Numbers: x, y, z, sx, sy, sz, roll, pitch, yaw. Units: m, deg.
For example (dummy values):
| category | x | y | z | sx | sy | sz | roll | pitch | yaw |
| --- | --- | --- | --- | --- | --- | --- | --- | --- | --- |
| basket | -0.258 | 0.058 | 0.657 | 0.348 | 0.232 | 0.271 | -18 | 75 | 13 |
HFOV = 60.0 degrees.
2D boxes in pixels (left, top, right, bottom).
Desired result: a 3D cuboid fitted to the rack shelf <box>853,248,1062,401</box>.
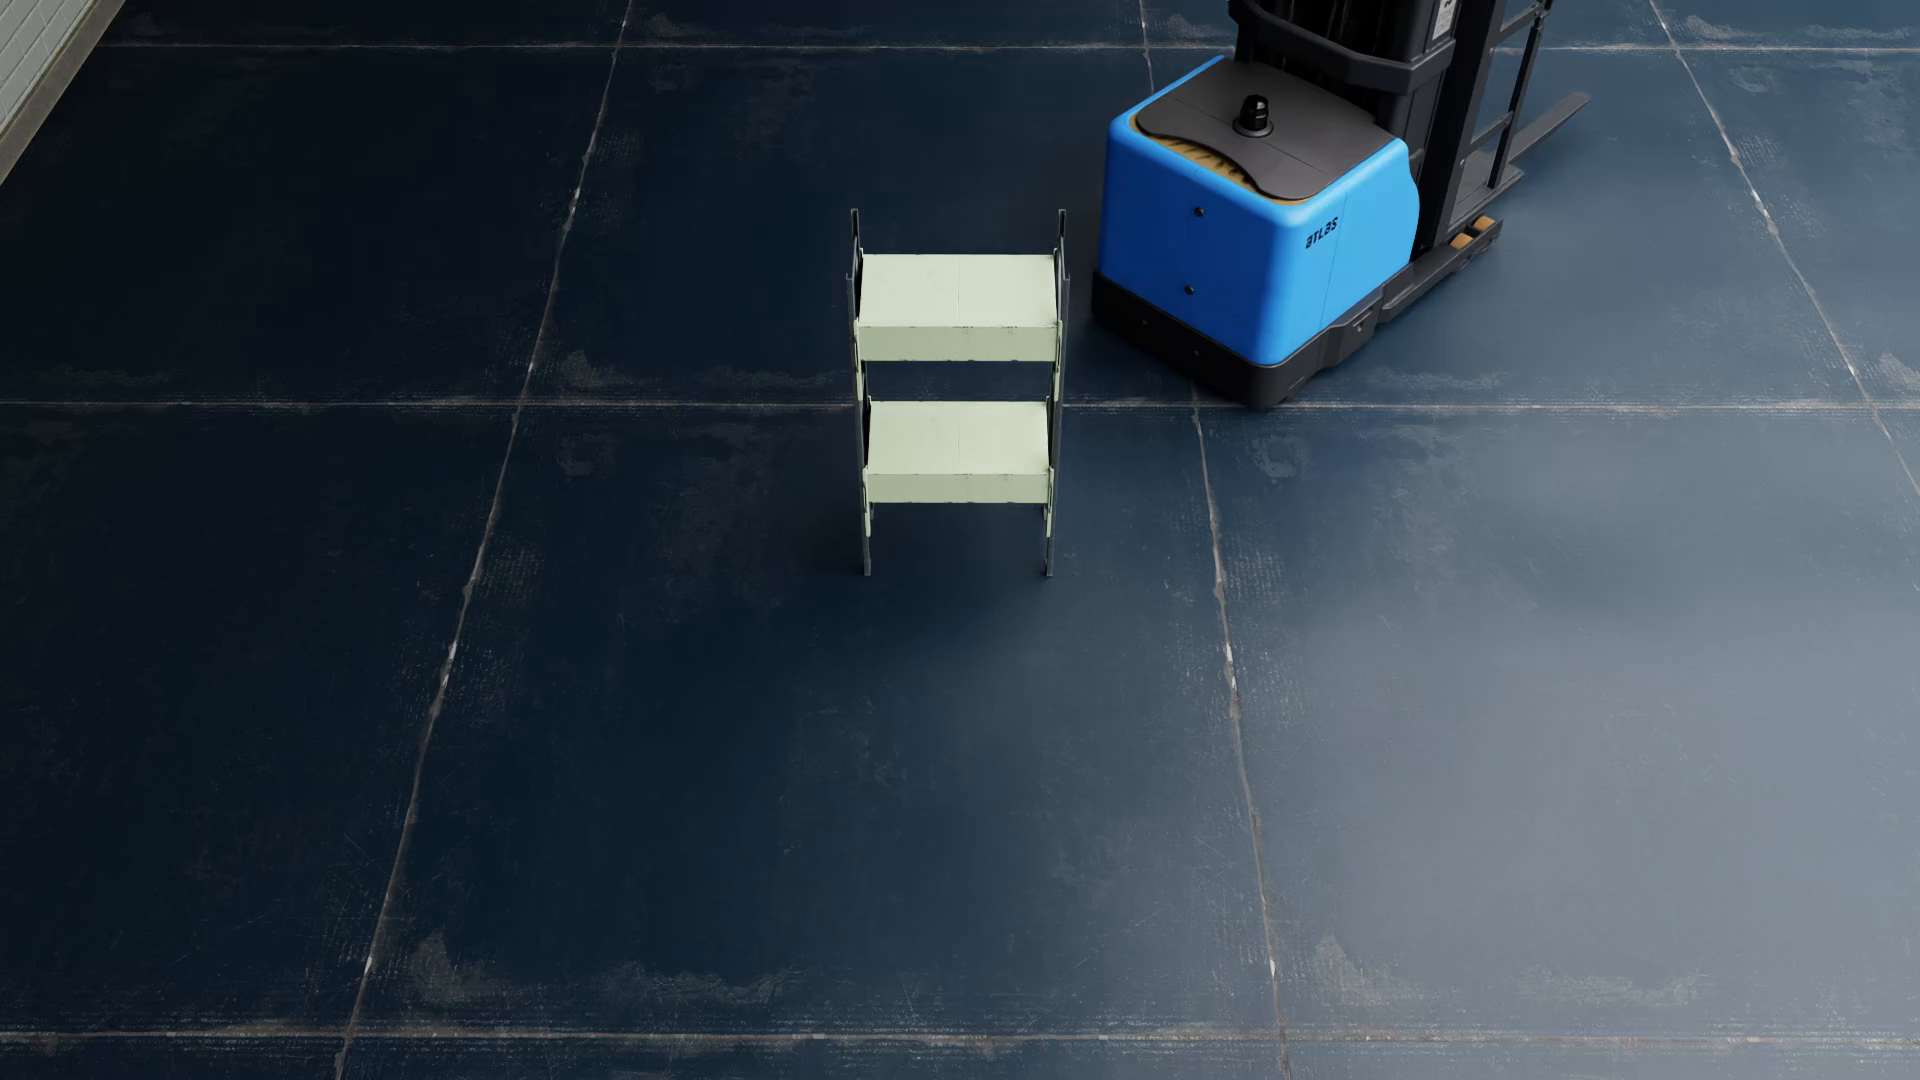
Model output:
| category | x | y | z | sx | sy | sz | roll | pitch | yaw |
| --- | --- | --- | --- | --- | --- | --- | --- | --- | --- |
| rack shelf | -0.007 | -0.777 | 5.996 | 0.720 | 0.370 | 0.431 | 0 | 47 | 0 |

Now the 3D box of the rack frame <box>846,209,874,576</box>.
| category | x | y | z | sx | sy | sz | roll | pitch | yaw |
| --- | --- | --- | --- | --- | --- | --- | --- | --- | --- |
| rack frame | -0.373 | -0.512 | 6.283 | 0.023 | 1.500 | 0.400 | 0 | 47 | 0 |

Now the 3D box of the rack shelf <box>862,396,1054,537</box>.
| category | x | y | z | sx | sy | sz | roll | pitch | yaw |
| --- | --- | --- | --- | --- | --- | --- | --- | --- | --- |
| rack shelf | -0.007 | -0.289 | 6.520 | 0.720 | 0.370 | 0.431 | 0 | 47 | 0 |

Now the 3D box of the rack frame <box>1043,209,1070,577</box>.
| category | x | y | z | sx | sy | sz | roll | pitch | yaw |
| --- | --- | --- | --- | --- | --- | --- | --- | --- | --- |
| rack frame | 0.359 | -0.510 | 6.281 | 0.023 | 1.500 | 0.400 | 0 | 47 | 0 |

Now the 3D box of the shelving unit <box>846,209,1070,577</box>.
| category | x | y | z | sx | sy | sz | roll | pitch | yaw |
| --- | --- | --- | --- | --- | --- | --- | --- | --- | --- |
| shelving unit | -0.007 | -0.511 | 6.282 | 0.755 | 1.500 | 0.431 | 0 | 47 | 0 |

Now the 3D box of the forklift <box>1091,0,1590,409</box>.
| category | x | y | z | sx | sy | sz | roll | pitch | yaw |
| --- | --- | --- | --- | --- | --- | --- | --- | --- | --- |
| forklift | 1.998 | -2.551 | 7.203 | 1.130 | 2.935 | 3.031 | 36 | 56 | 28 |
